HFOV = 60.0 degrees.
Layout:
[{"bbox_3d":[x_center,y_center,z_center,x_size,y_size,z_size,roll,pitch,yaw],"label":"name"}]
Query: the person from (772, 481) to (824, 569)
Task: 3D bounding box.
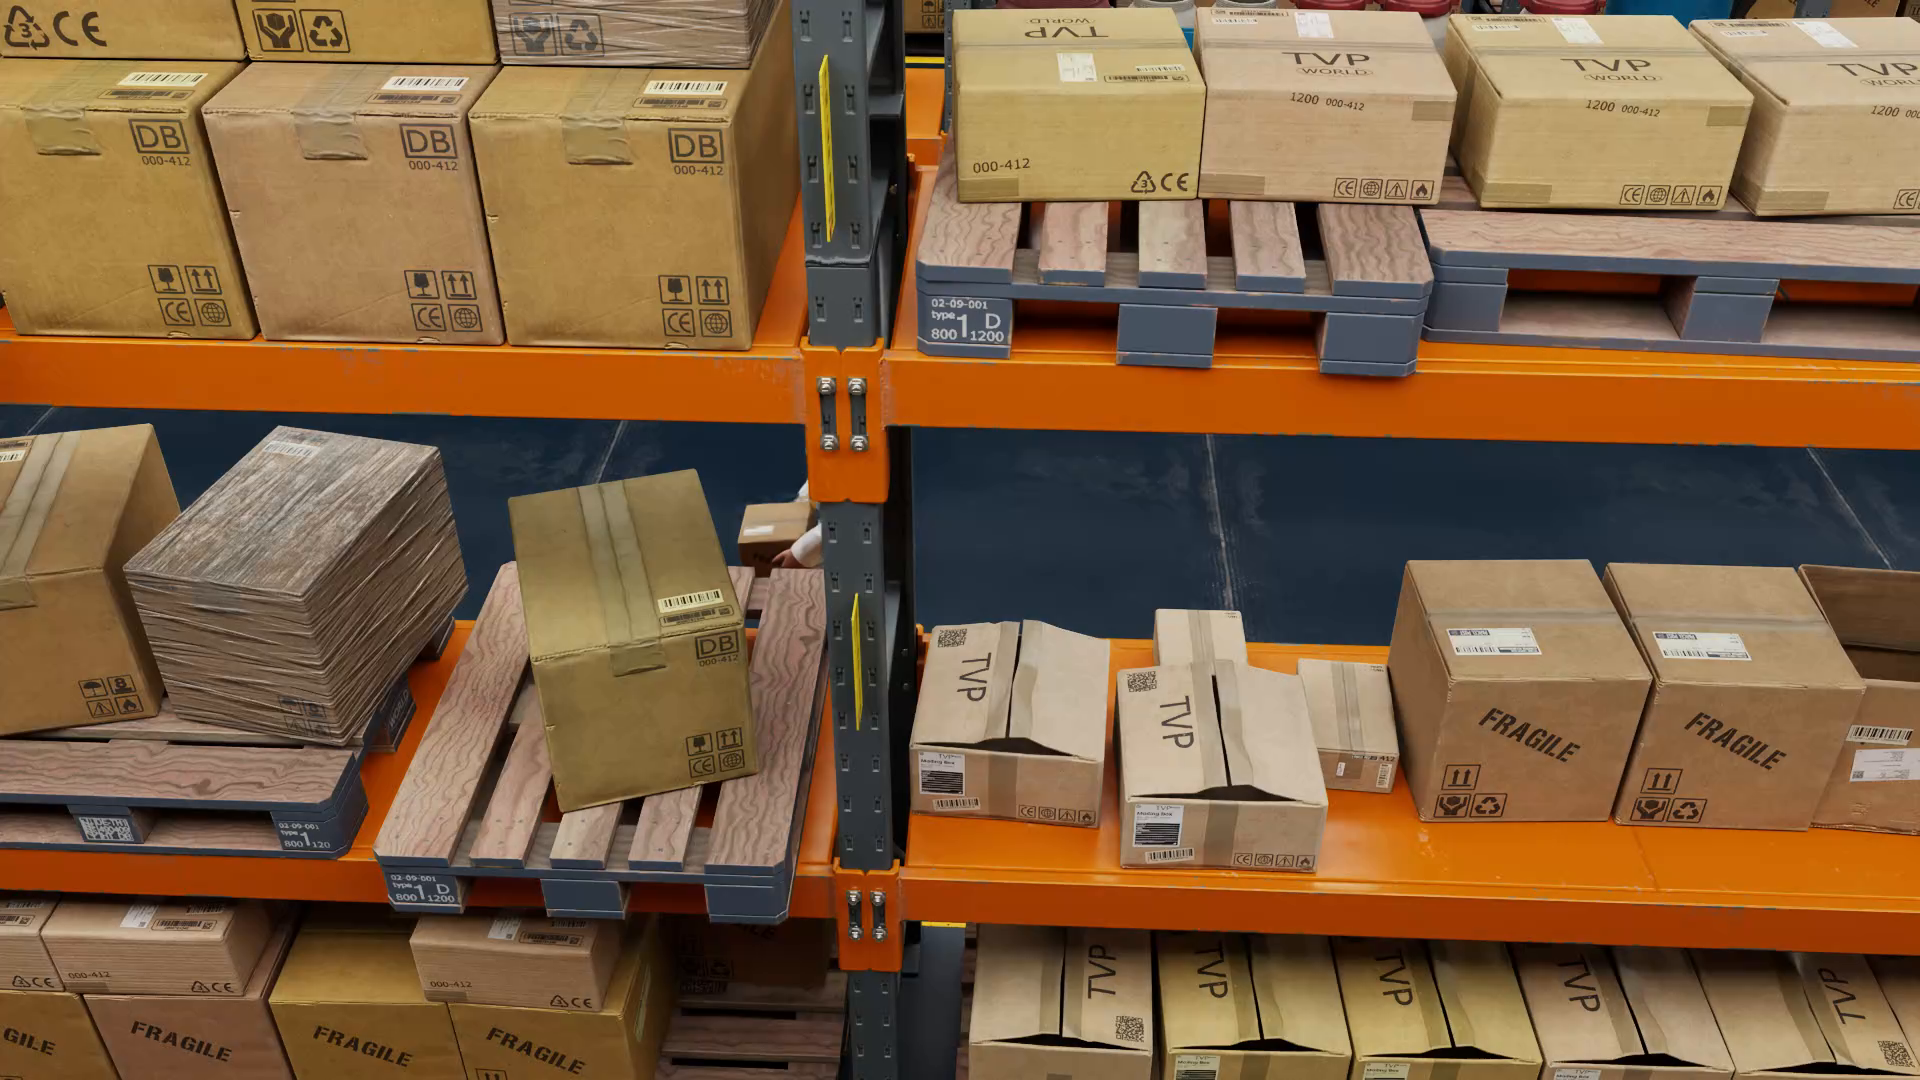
[{"bbox_3d":[-0.443,0.062,6.160,0.467,1.672,0.575,1,35,1],"label":"person"}]
